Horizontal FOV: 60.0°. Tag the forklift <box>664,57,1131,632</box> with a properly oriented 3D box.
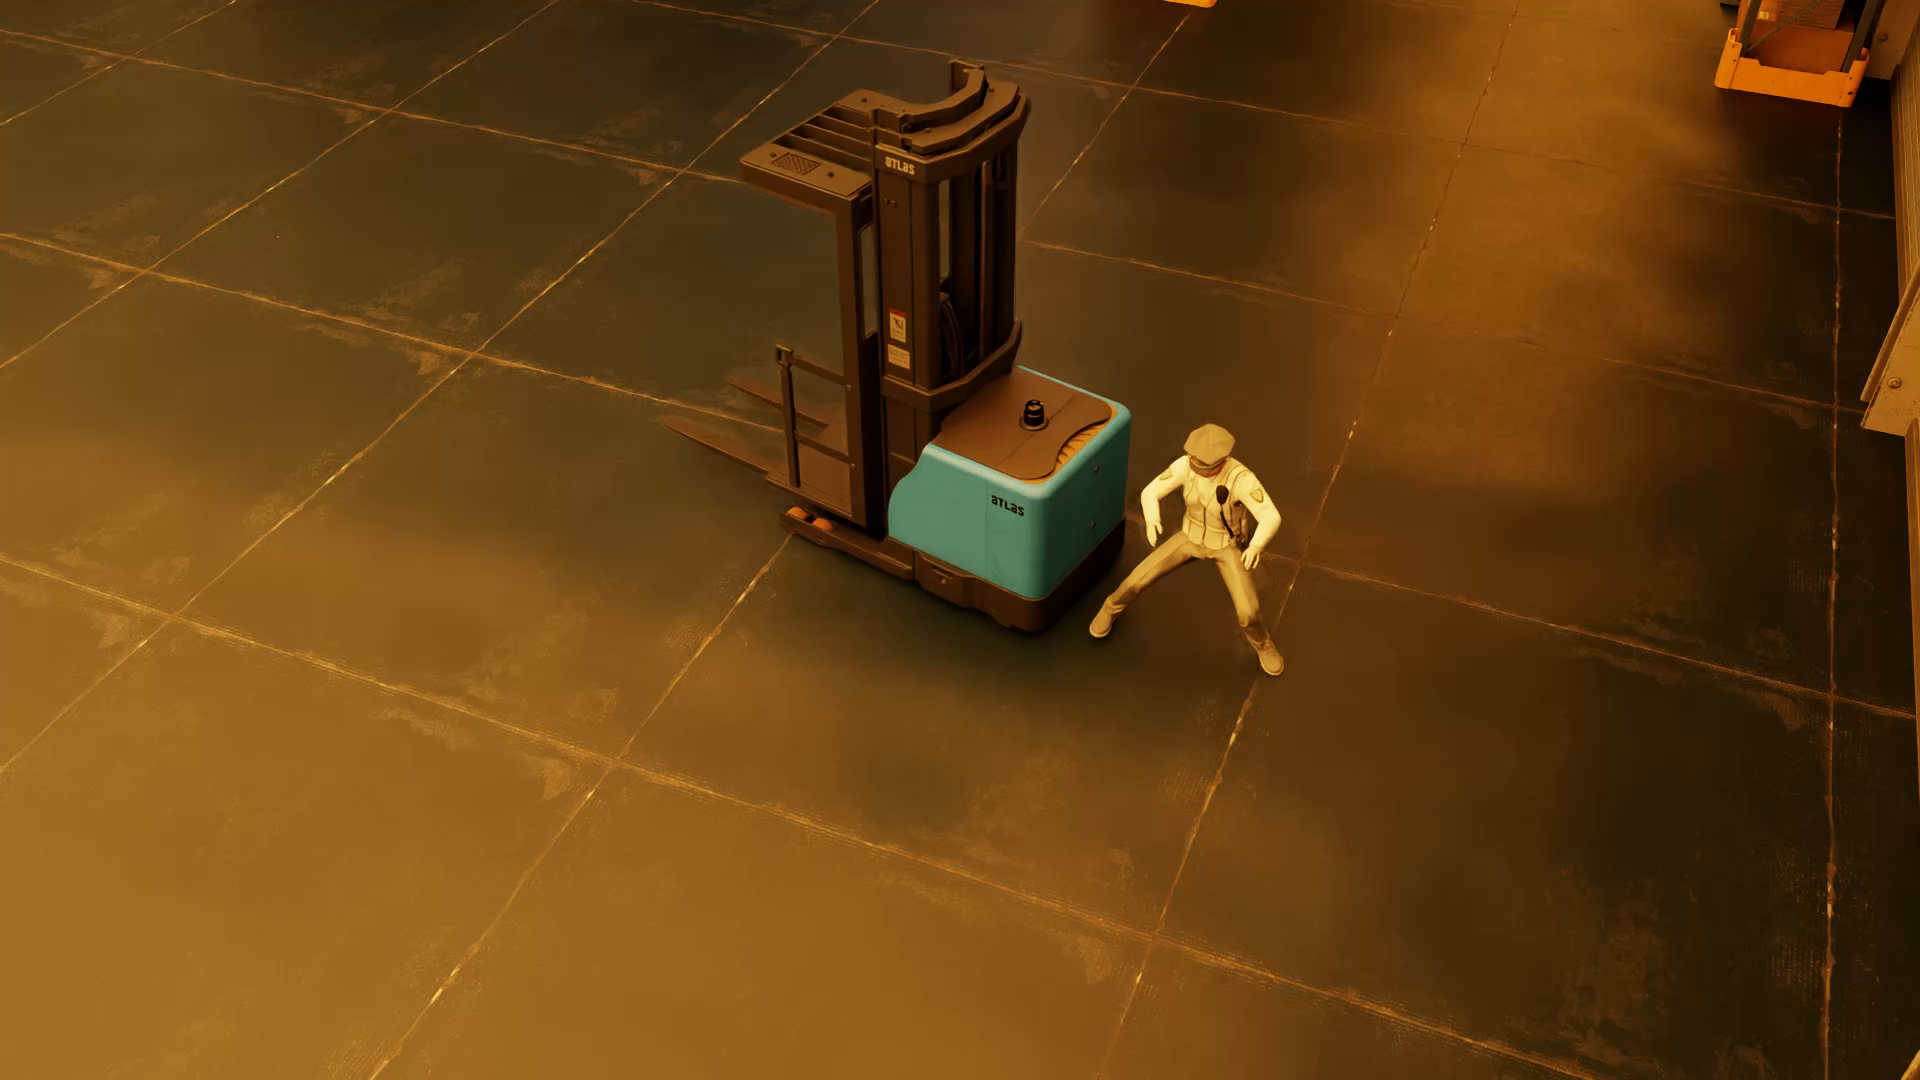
[{"bbox_3d":[-0.504,-1.345,9.613,3.031,2.935,1.130,24,45,26],"label":"forklift"}]

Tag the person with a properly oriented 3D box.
[{"bbox_3d":[1.317,0.046,9.057,1.092,1.429,0.654,26,46,27],"label":"person"}]
